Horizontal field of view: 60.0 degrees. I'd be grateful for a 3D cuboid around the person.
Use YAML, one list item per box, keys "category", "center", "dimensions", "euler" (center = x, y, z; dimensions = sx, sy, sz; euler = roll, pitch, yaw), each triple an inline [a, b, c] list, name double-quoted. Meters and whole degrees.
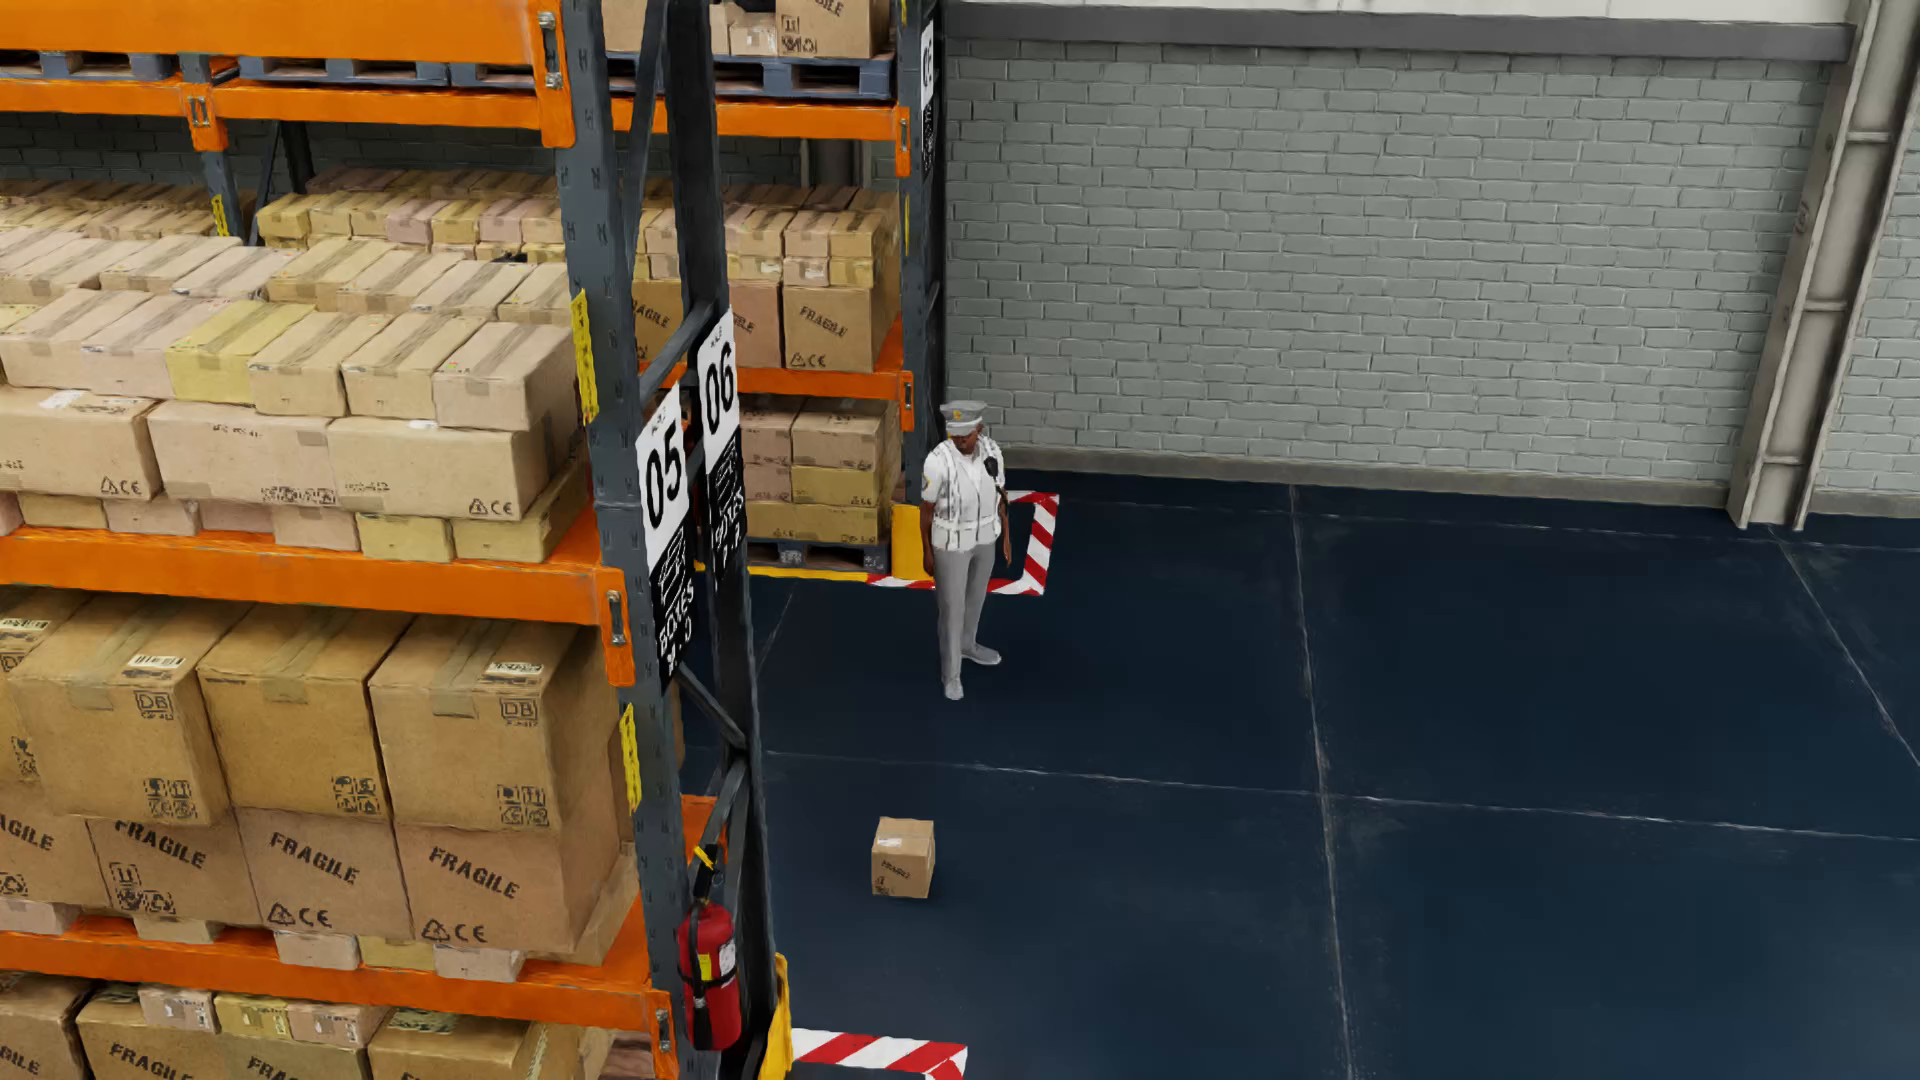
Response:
- category: "person"
  center: [0.019, 0.031, 8.717]
  dimensions: [0.484, 1.728, 0.442]
  euler: [-17, 33, -28]
